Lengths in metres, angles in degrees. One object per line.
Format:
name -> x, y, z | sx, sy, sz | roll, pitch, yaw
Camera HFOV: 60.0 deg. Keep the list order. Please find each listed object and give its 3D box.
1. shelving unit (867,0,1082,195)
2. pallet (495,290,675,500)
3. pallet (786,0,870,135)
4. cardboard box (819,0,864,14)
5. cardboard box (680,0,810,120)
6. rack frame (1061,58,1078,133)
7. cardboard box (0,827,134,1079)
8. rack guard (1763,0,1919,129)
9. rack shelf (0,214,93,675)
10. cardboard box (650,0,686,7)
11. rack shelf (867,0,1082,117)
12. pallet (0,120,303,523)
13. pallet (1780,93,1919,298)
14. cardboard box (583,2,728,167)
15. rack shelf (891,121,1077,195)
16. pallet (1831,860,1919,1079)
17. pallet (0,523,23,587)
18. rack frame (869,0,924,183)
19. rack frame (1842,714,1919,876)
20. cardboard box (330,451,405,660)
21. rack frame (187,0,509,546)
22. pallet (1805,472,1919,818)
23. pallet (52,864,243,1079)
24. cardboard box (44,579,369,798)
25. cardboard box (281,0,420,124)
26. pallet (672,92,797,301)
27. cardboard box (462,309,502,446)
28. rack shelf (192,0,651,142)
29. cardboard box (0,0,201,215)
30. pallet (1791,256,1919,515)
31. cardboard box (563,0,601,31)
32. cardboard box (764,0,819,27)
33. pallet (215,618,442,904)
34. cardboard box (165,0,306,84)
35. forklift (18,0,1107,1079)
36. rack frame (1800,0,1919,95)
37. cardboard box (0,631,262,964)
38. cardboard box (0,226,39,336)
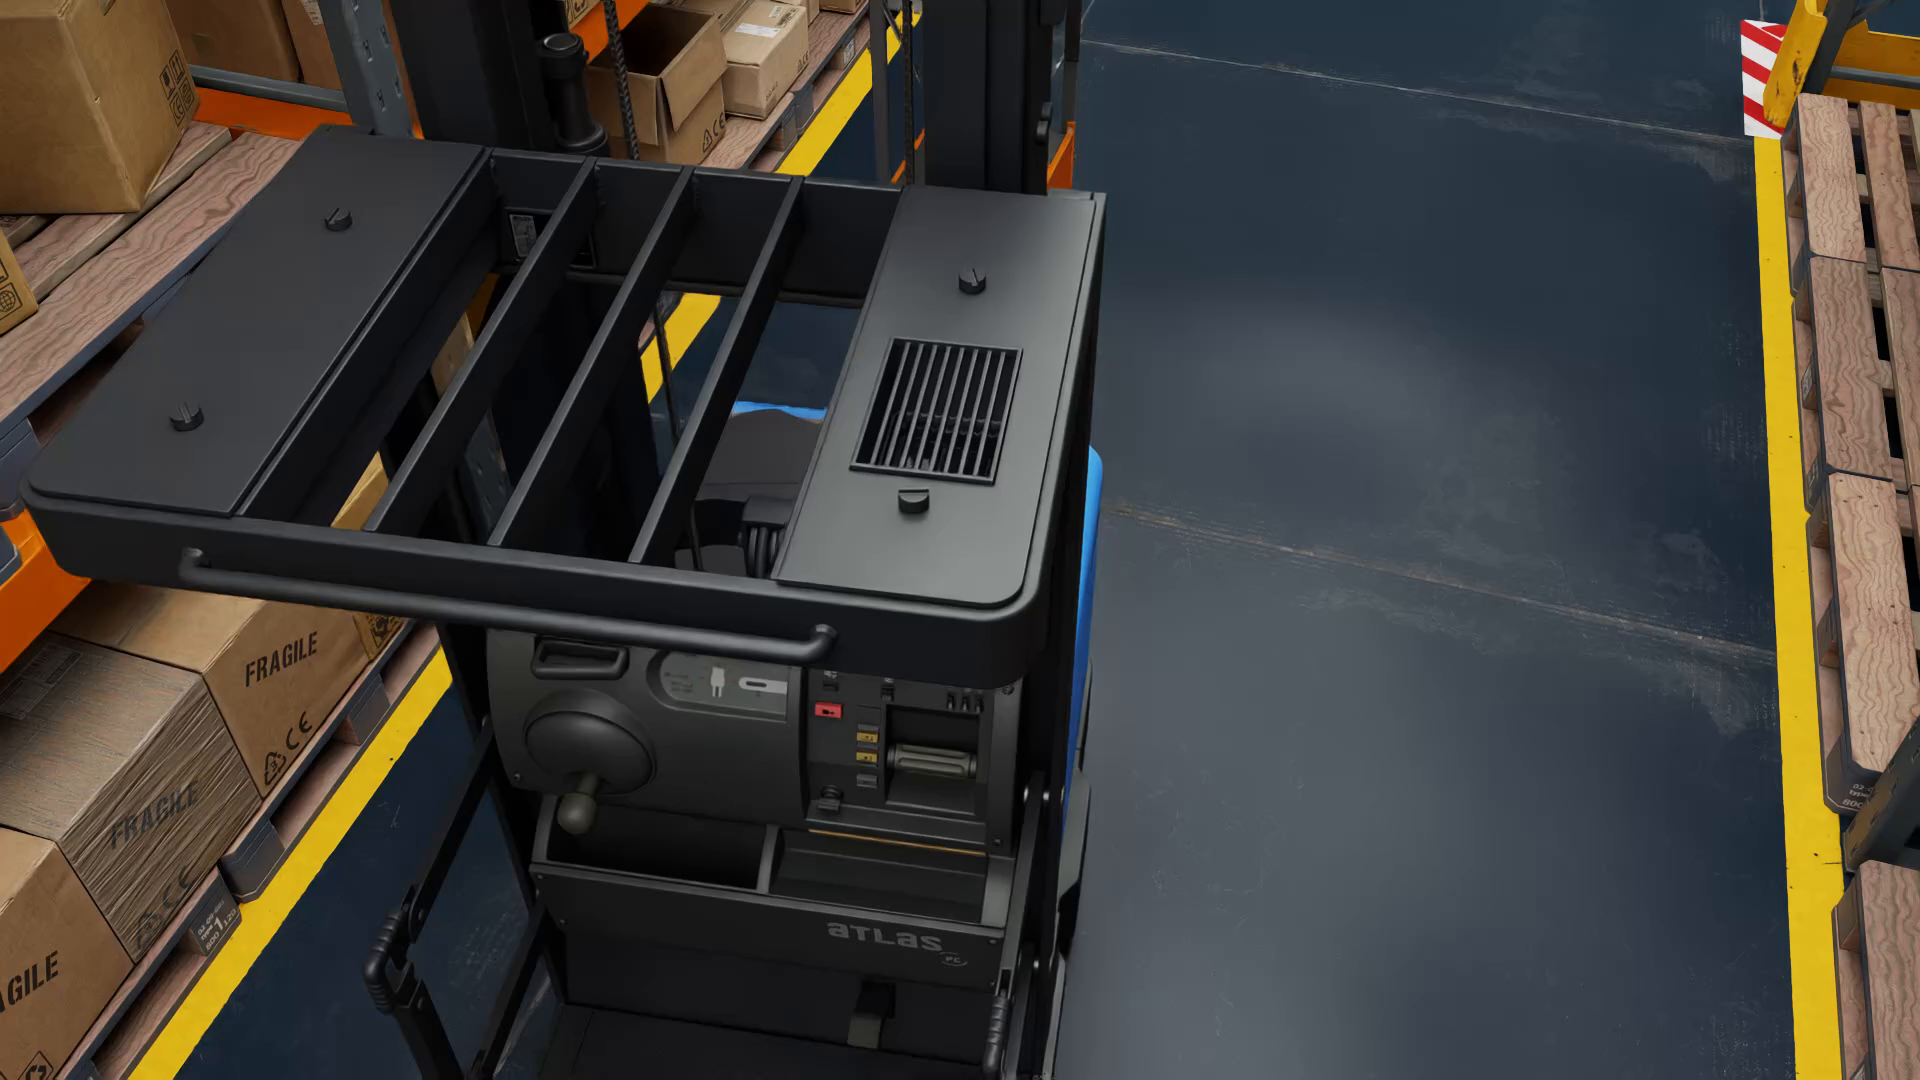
shelving unit -> 0.050, -0.861, 4.628 | 0.431, 2.100, 0.503 | 13, 46, 13
pallet -> -1.698, -0.646, 5.759 | 1.003, 0.211, 1.213 | 13, 46, 13
pallet -> -0.960, -2.272, 7.421 | 1.003, 0.211, 1.213 | 13, 46, 13
cardboard box -> -0.626, -2.701, 7.338 | 0.500, 0.500, 0.500 | 13, 46, 13
cardboard box -> -0.942, -1.984, 6.785 | 0.500, 0.250, 0.500 | 13, 46, 13
rack frame -> 0.124, -1.023, 4.795 | 0.400, 2.100, 0.015 | 13, 46, 13
cardboard box -> -2.245, 0.942, 3.615 | 0.500, 0.500, 0.500 | 11, 45, 11
rack guard -> 4.019, -1.925, 6.860 | 1.175, 0.500, 0.348 | 13, 46, 13
rack shelf -> -2.513, 0.405, 3.206 | 1.077, 0.370, 4.000 | 13, 46, 13
cardboard box -> -1.434, -2.057, 6.859 | 0.500, 0.250, 0.500 | 13, 46, 13
rack shelf -> 0.050, -1.351, 4.148 | 0.431, 0.518, 0.480 | 13, 46, 13
pallet -> -2.253, -0.607, 3.863 | 1.003, 0.211, 1.213 | 13, 46, 13
pallet -> 3.737, -1.262, 6.388 | 1.003, 0.211, 1.213 | 13, 46, 13
cardboard box -> -1.343, -1.703, 6.316 | 0.797, 0.503, 0.637 | 13, 46, 13
rack shelf -> 0.050, -0.851, 4.638 | 0.431, 0.518, 0.480 | 13, 46, 13
pallet -> 2.539, 1.369, 3.700 | 1.003, 0.211, 1.213 | 13, 46, 13
pallet -> -2.534, 0.253, 2.984 | 1.003, 0.211, 1.213 | 13, 46, 13
rack frame -> -0.024, -0.698, 4.462 | 0.400, 2.100, 0.015 | 13, 46, 13
rack frame -> 2.812, -0.133, 3.242 | 1.000, 3.000, 0.127 | 13, 46, 13
cardboard box -> -1.784, -0.059, 4.639 | 0.500, 0.500, 0.500 | 12, 46, 12
rack frame -> -1.907, -1.185, 4.316 | 1.000, 3.000, 0.127 | 13, 46, 13
pallet -> 2.998, 0.365, 4.726 | 1.003, 0.211, 1.213 | 13, 46, 13
pallet -> -2.485, 1.178, 3.896 | 1.003, 0.211, 1.213 | 13, 46, 13
cardboard box -> -1.941, 0.268, 4.304 | 0.500, 0.500, 0.500 | 13, 46, 13
cardboard box -> -1.493, -1.503, 4.570 | 0.500, 0.500, 0.500 | 14, 46, 14
pallet -> -1.331, -1.462, 6.593 | 1.003, 0.211, 1.213 | 13, 46, 13
cardboard box -> -1.574, -0.615, 5.342 | 0.500, 0.311, 0.500 | 13, 46, 13
rack shelf -> -1.302, -2.261, 5.930 | 1.077, 0.370, 4.000 | 13, 46, 13
cardboard box -> -2.264, -1.102, 3.860 | 0.700, 0.500, 0.500 | -1, 44, -1
pallet -> 3.366, -0.451, 5.560 | 1.003, 0.211, 1.213 | 13, 46, 13
cardboard box -> -1.341, -1.845, 4.919 | 0.500, 0.500, 0.500 | 13, 46, 13
cardboard box -> -0.834, -2.330, 7.198 | 0.380, 0.166, 0.250 | 13, 46, 13
pallet -> -2.118, 0.362, 4.729 | 1.003, 0.211, 1.213 | 13, 46, 13
cardboard box -> -2.000, -1.608, 4.677 | 0.500, 0.500, 0.500 | 13, 46, 13
forklift -> -0.392, 0.435, 2.710 | 1.130, 2.935, 3.031 | 7, 45, 7
rack frame -> 4.024, -2.800, 5.966 | 1.000, 3.000, 0.127 | 13, 46, 13
cardboard box -> -2.094, 0.603, 3.962 | 0.500, 0.500, 0.500 | 13, 46, 13
cardboard box -> -2.412, -0.631, 3.378 | 0.700, 0.500, 0.500 | 19, 48, 19
